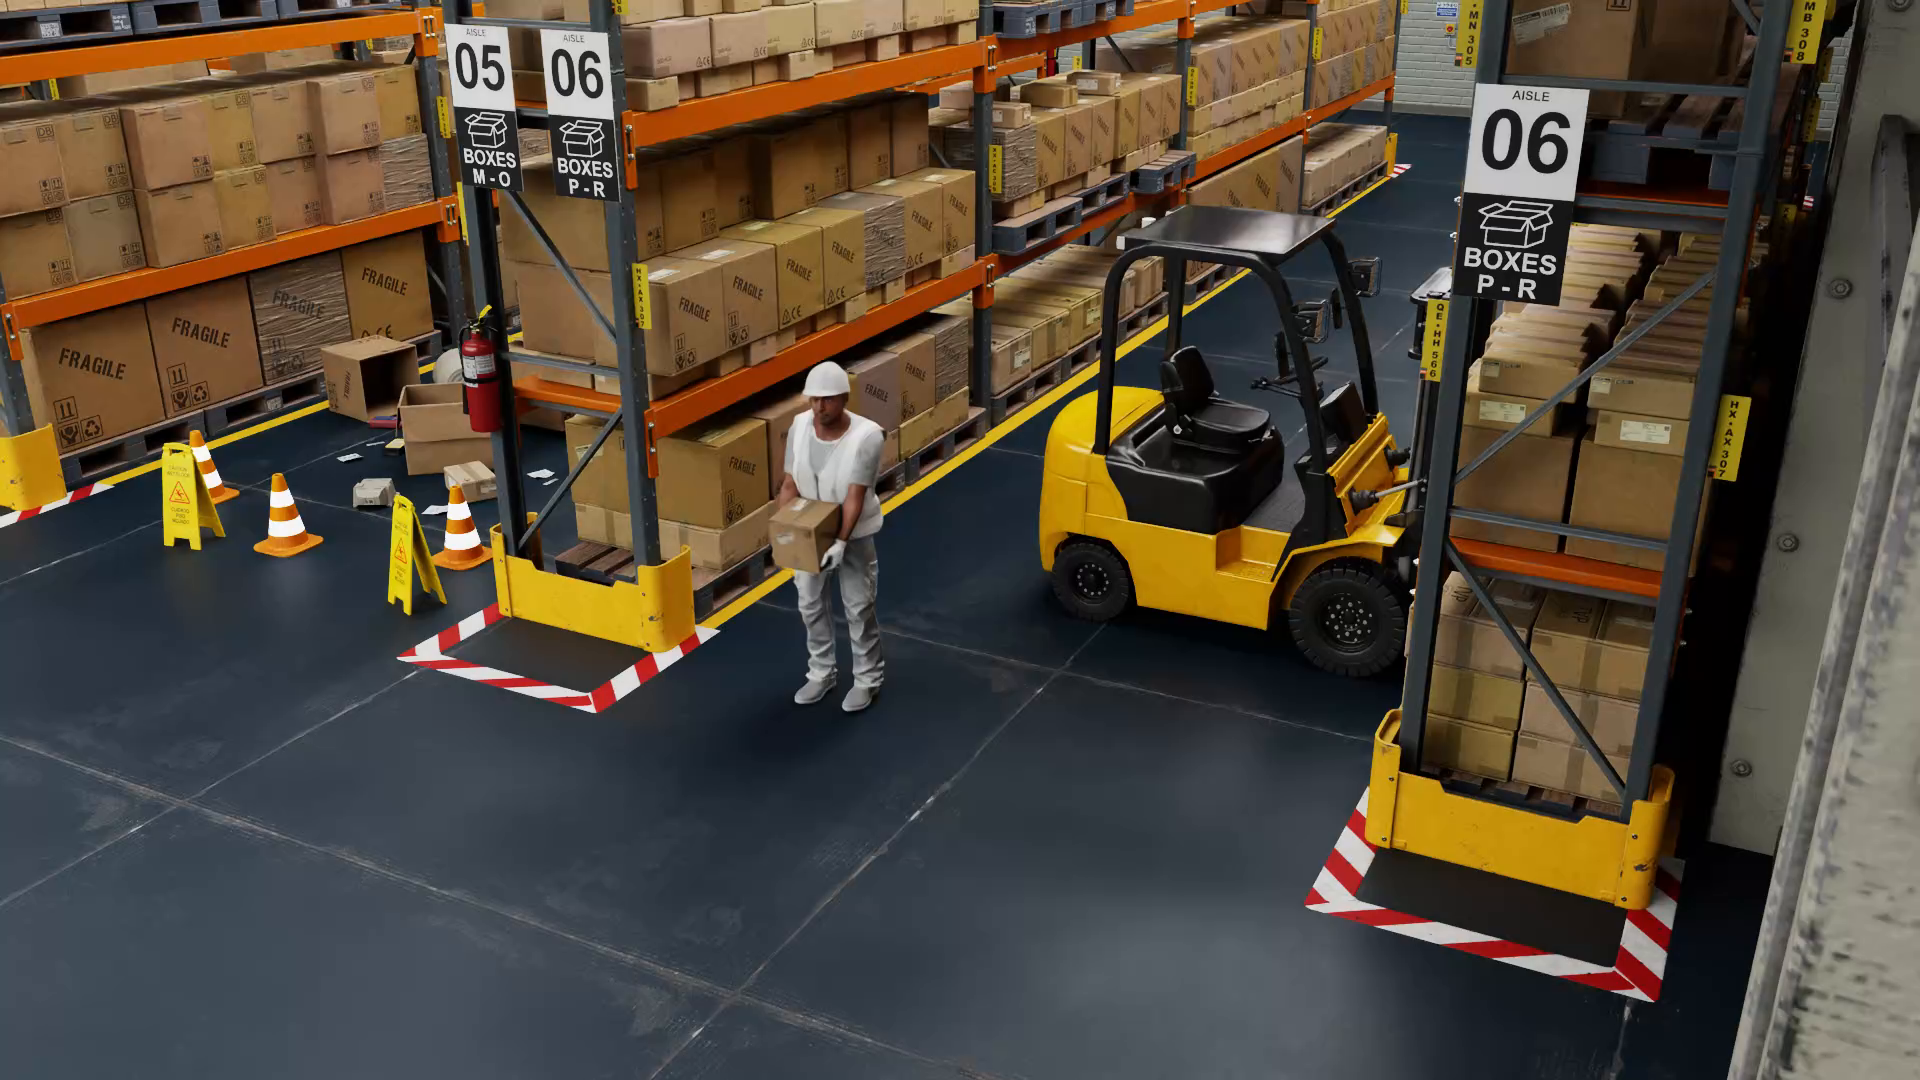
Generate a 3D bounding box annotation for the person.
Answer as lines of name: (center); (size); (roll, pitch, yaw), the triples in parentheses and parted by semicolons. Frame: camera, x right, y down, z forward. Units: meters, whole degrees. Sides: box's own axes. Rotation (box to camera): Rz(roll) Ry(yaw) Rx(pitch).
person: (-0.628, -0.004, 8.087); (0.492, 1.773, 0.587); (11, 25, 24)
